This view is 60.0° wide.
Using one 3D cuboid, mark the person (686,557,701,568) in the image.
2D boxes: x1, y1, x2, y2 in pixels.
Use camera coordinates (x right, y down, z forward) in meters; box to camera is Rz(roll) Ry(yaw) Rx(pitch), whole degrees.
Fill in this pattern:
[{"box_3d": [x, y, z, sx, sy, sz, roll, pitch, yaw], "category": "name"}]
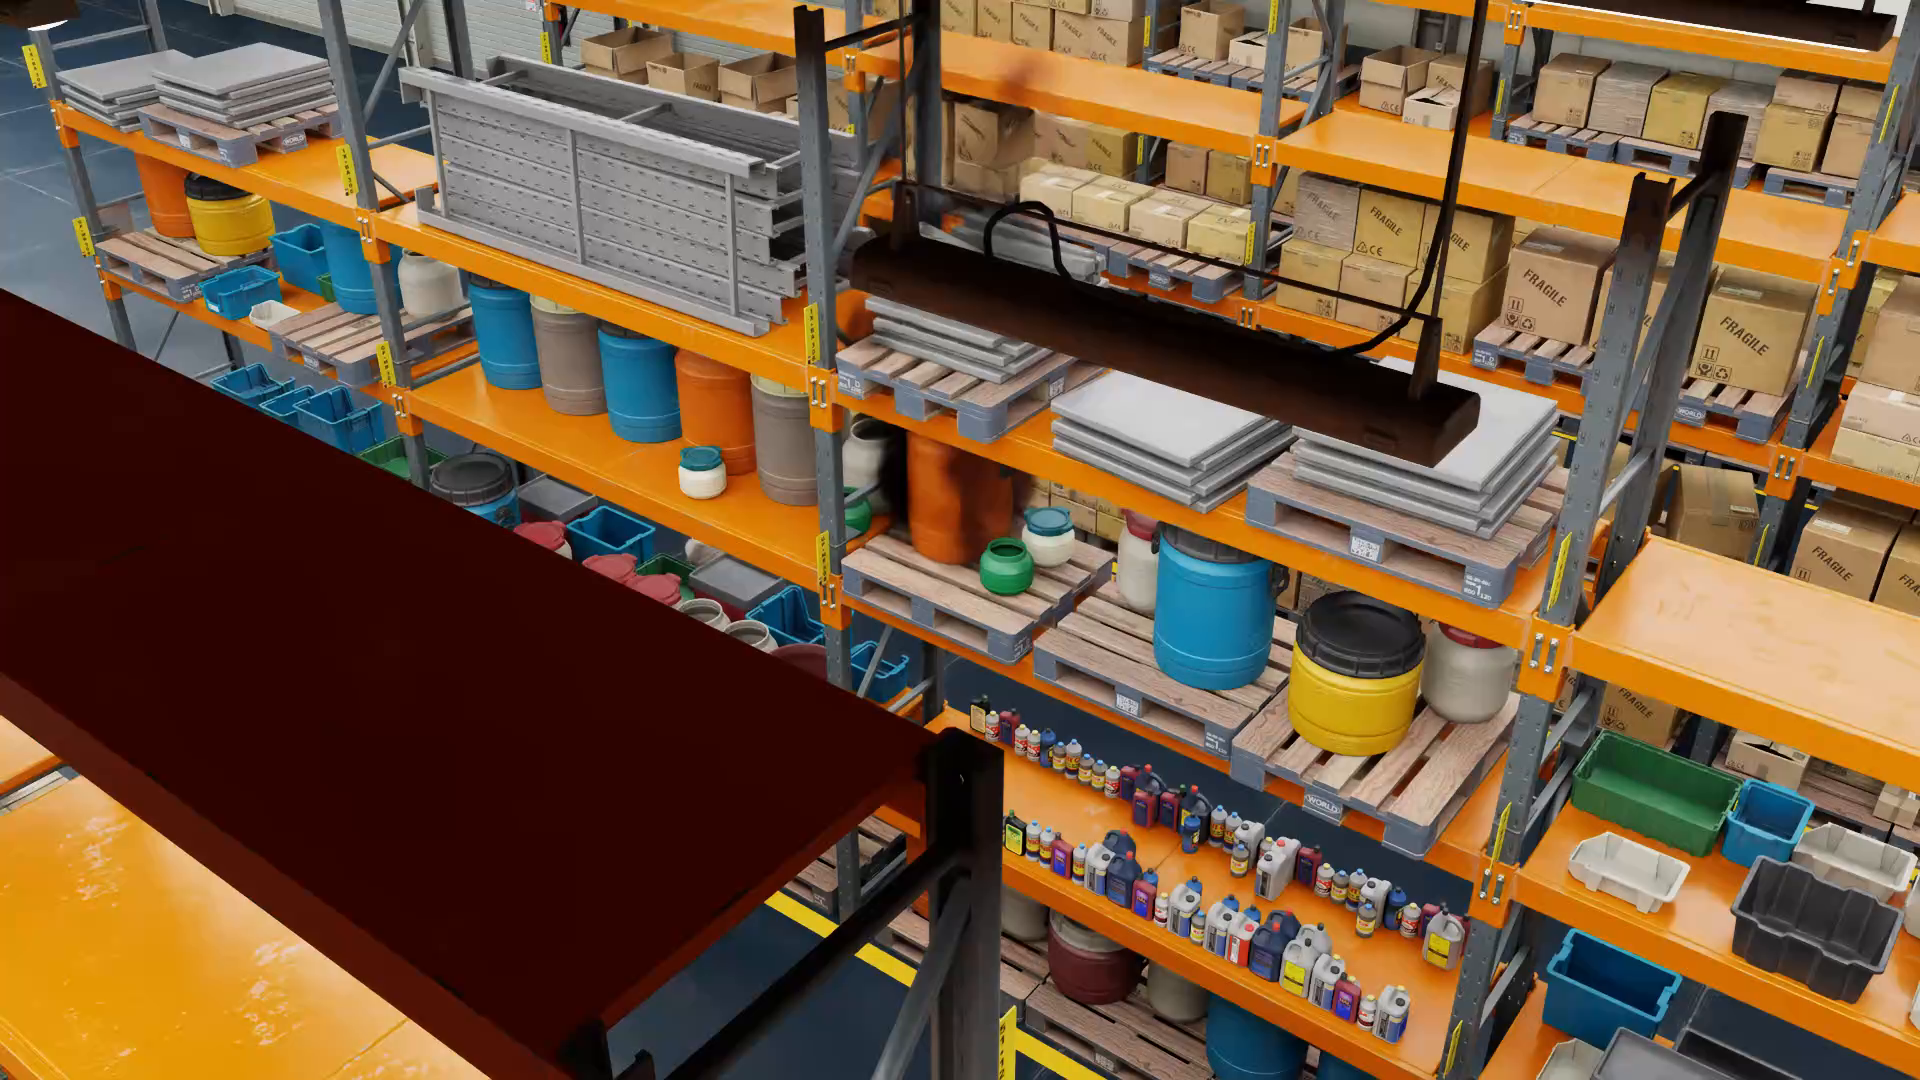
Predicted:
[{"box_3d": [-1.969, -0.025, 13.612, 0.752, 1.812, 0.650, 19, 36, 28], "category": "person"}]
